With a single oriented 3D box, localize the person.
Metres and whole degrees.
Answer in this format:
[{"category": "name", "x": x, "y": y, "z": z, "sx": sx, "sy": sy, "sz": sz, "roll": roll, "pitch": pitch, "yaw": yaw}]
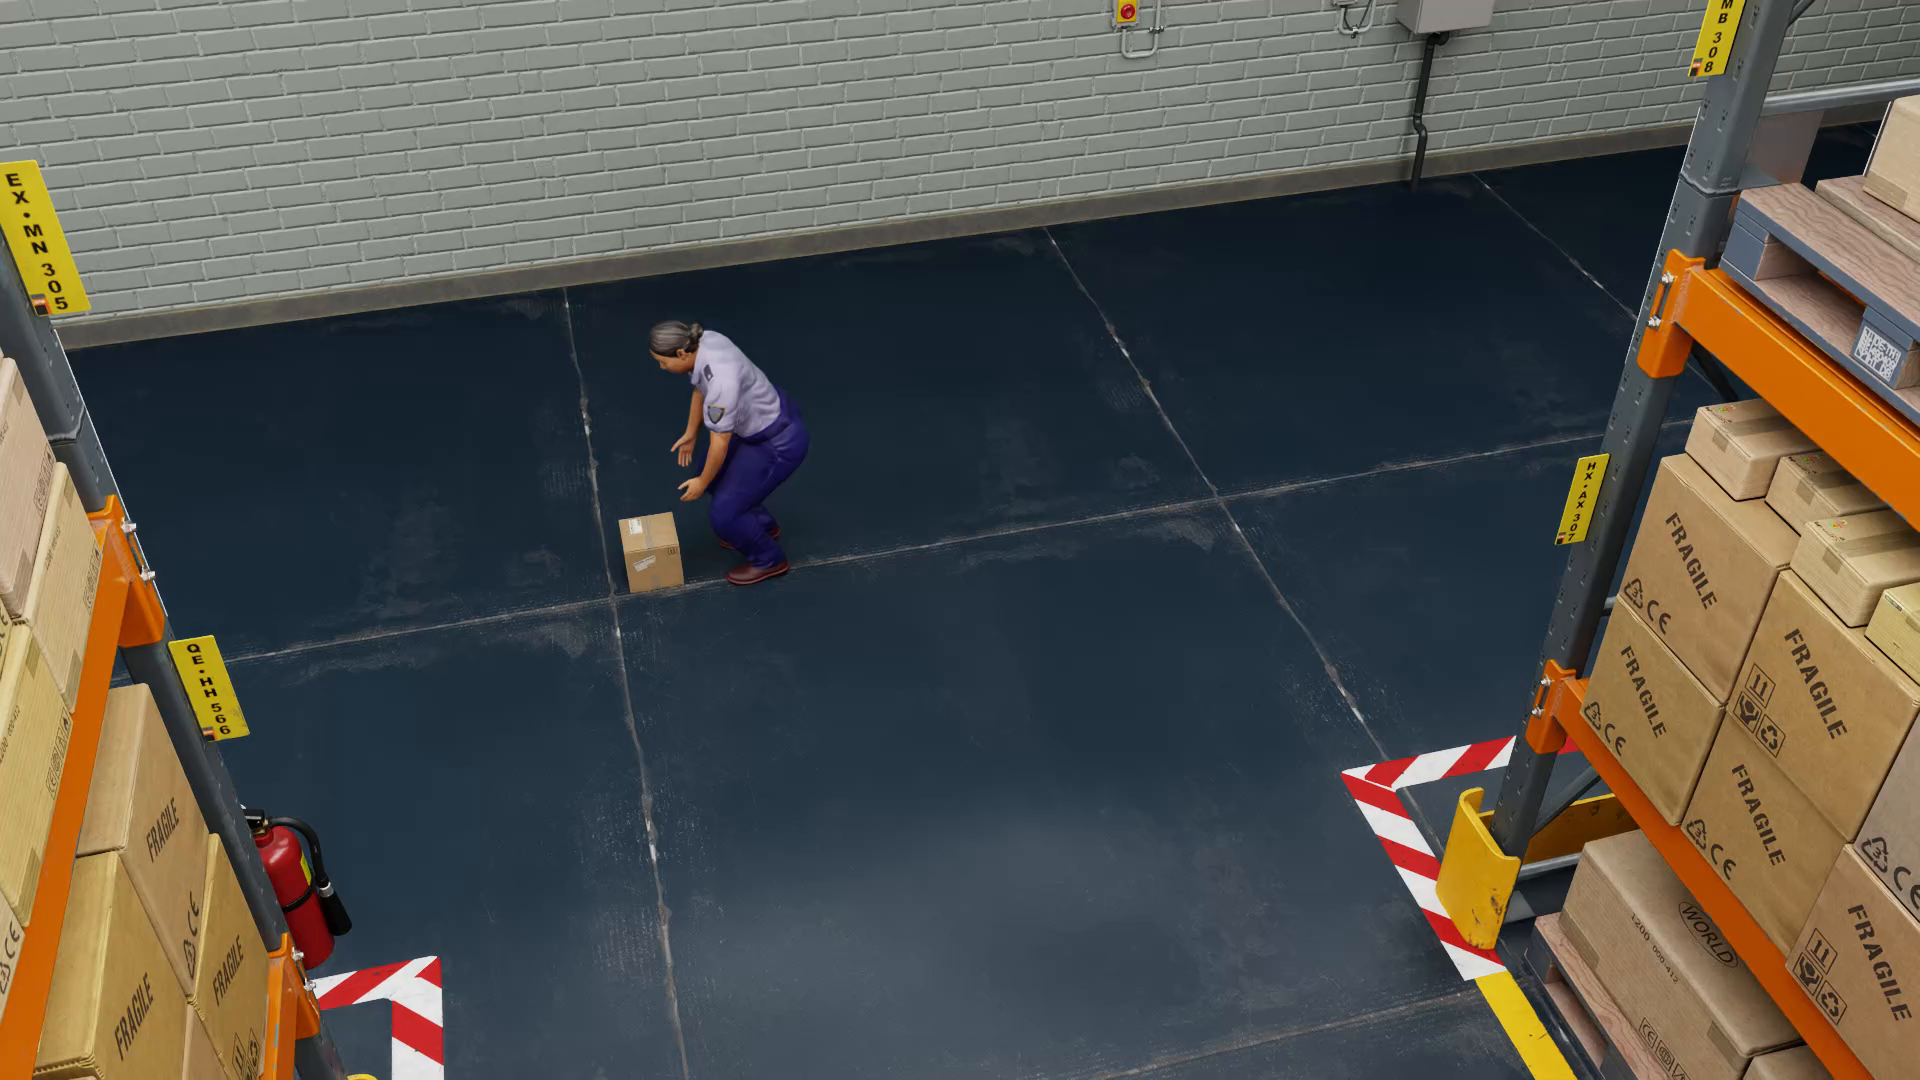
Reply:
[{"category": "person", "x": -1.007, "y": -0.423, "z": 7.492, "sx": 0.655, "sy": 1.368, "sz": 0.534, "roll": -9, "pitch": 39, "yaw": -12}]
